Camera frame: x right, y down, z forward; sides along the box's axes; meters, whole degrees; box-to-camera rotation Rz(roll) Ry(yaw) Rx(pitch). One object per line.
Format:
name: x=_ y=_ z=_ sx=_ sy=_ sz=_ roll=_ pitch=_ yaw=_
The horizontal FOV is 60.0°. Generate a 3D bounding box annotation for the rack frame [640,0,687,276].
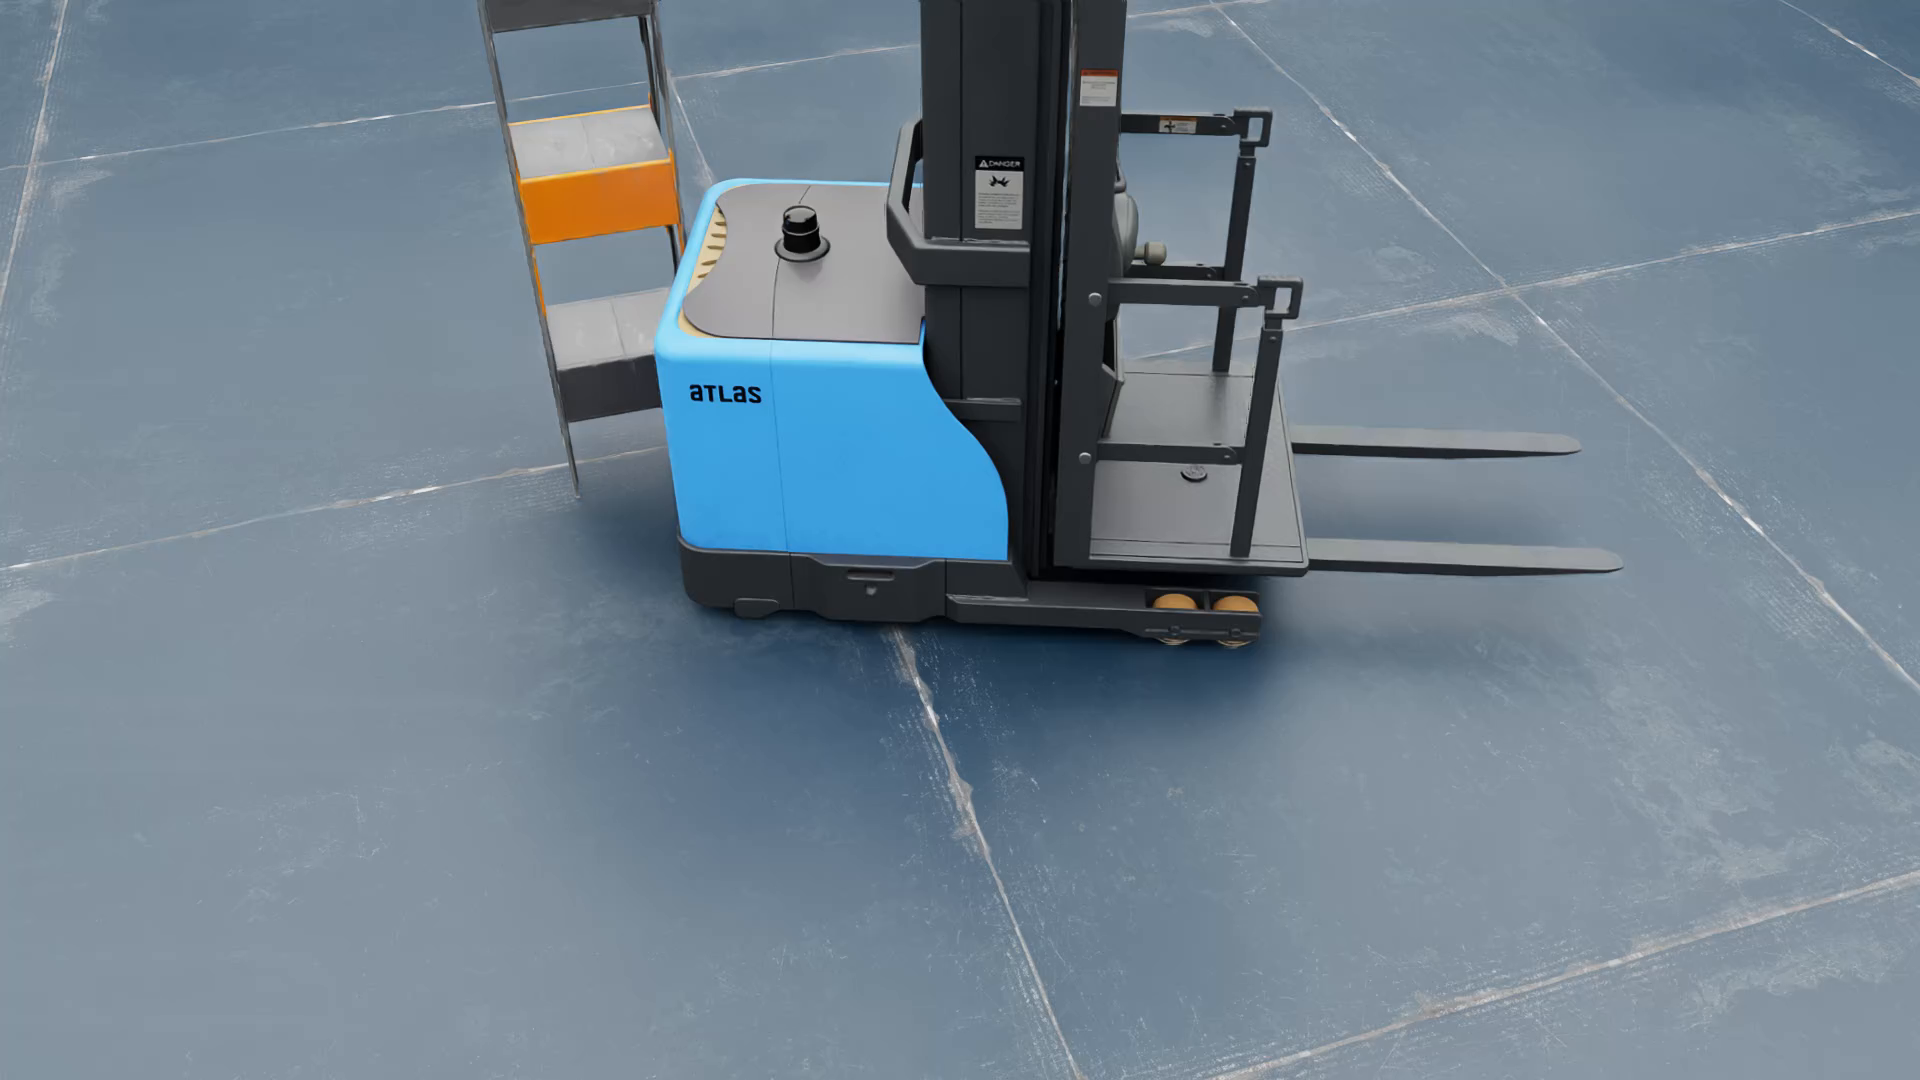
rack frame: x=-0.949 y=-1.154 z=5.475 sx=0.015 sy=2.100 sz=0.400 roll=-11 pitch=42 yaw=-13

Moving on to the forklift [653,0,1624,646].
forklift: x=0.630 y=-1.124 z=4.808 sx=3.031 sy=2.935 sz=1.130 roll=2 pitch=41 yaw=2

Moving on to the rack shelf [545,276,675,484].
rack shelf: x=-1.183 y=-0.569 z=5.890 sx=0.480 sy=0.518 sz=0.431 roll=-11 pitch=42 yaw=-13

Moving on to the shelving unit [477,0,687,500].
shelving unit: x=-1.183 y=-1.107 z=5.421 sx=0.503 sy=2.100 sz=0.431 roll=-11 pitch=42 yaw=-13

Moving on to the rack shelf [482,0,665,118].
rack shelf: x=-1.183 y=-1.624 z=4.969 sx=0.480 sy=0.518 sz=0.431 roll=-11 pitch=42 yaw=-13

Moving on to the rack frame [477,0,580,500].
rack frame: x=-1.416 y=-1.059 z=5.367 sx=0.015 sy=2.100 sz=0.400 roll=-11 pitch=42 yaw=-13

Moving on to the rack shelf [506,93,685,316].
rack shelf: x=-1.183 y=-1.096 z=5.430 sx=0.480 sy=0.518 sz=0.431 roll=-11 pitch=42 yaw=-13
